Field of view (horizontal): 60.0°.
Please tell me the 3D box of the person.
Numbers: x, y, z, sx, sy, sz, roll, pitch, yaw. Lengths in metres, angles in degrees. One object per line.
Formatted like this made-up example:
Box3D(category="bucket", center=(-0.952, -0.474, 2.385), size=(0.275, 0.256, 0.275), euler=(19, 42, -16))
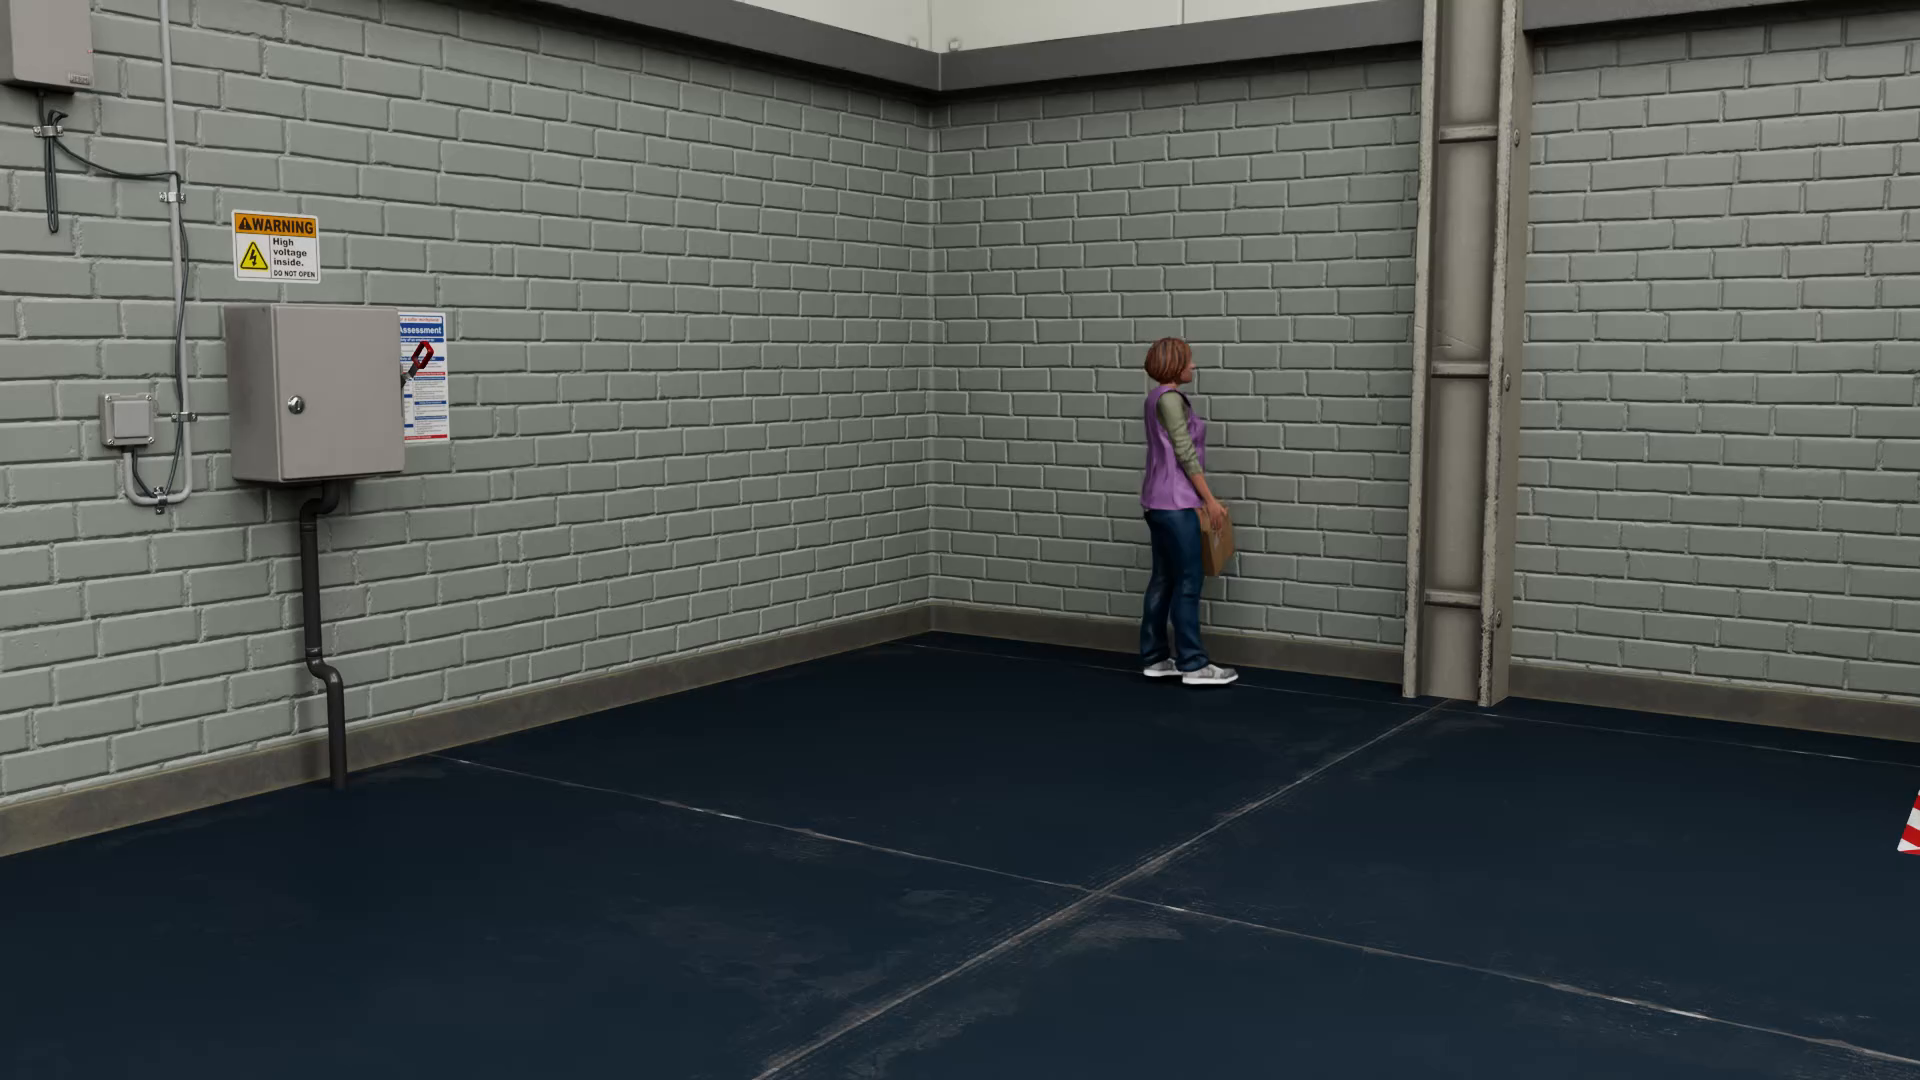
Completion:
Box3D(category="person", center=(1.062, -0.136, 7.725), size=(0.450, 1.604, 0.438), euler=(0, 7, -3))
